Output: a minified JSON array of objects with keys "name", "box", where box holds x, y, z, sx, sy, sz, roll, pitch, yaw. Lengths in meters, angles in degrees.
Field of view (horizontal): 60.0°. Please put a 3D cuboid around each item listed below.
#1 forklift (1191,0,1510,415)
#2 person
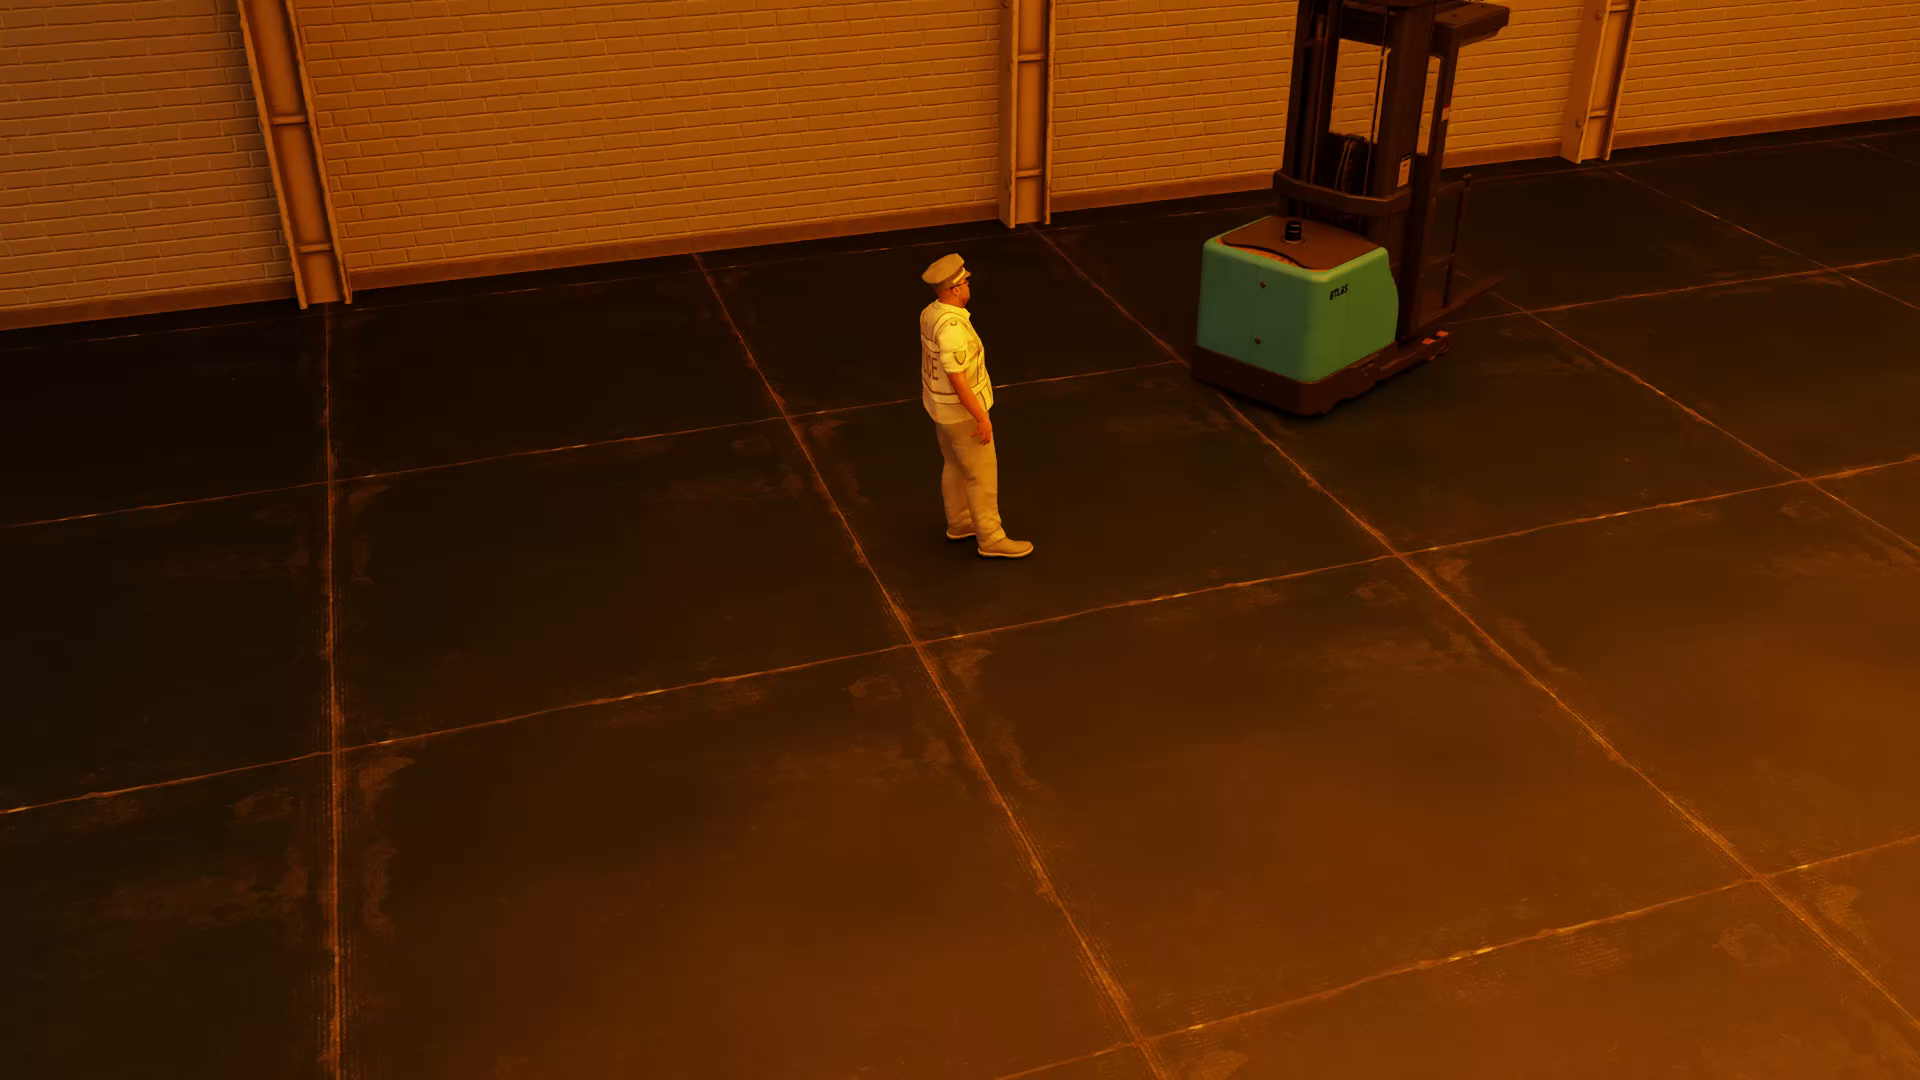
[{"name":"forklift","box":[3.057,-2.758,11.881,1.130,2.935,3.031,26,39,38]},{"name":"person","box":[0.077,-0.784,9.590,0.575,1.778,0.640,-10,31,-16]}]
